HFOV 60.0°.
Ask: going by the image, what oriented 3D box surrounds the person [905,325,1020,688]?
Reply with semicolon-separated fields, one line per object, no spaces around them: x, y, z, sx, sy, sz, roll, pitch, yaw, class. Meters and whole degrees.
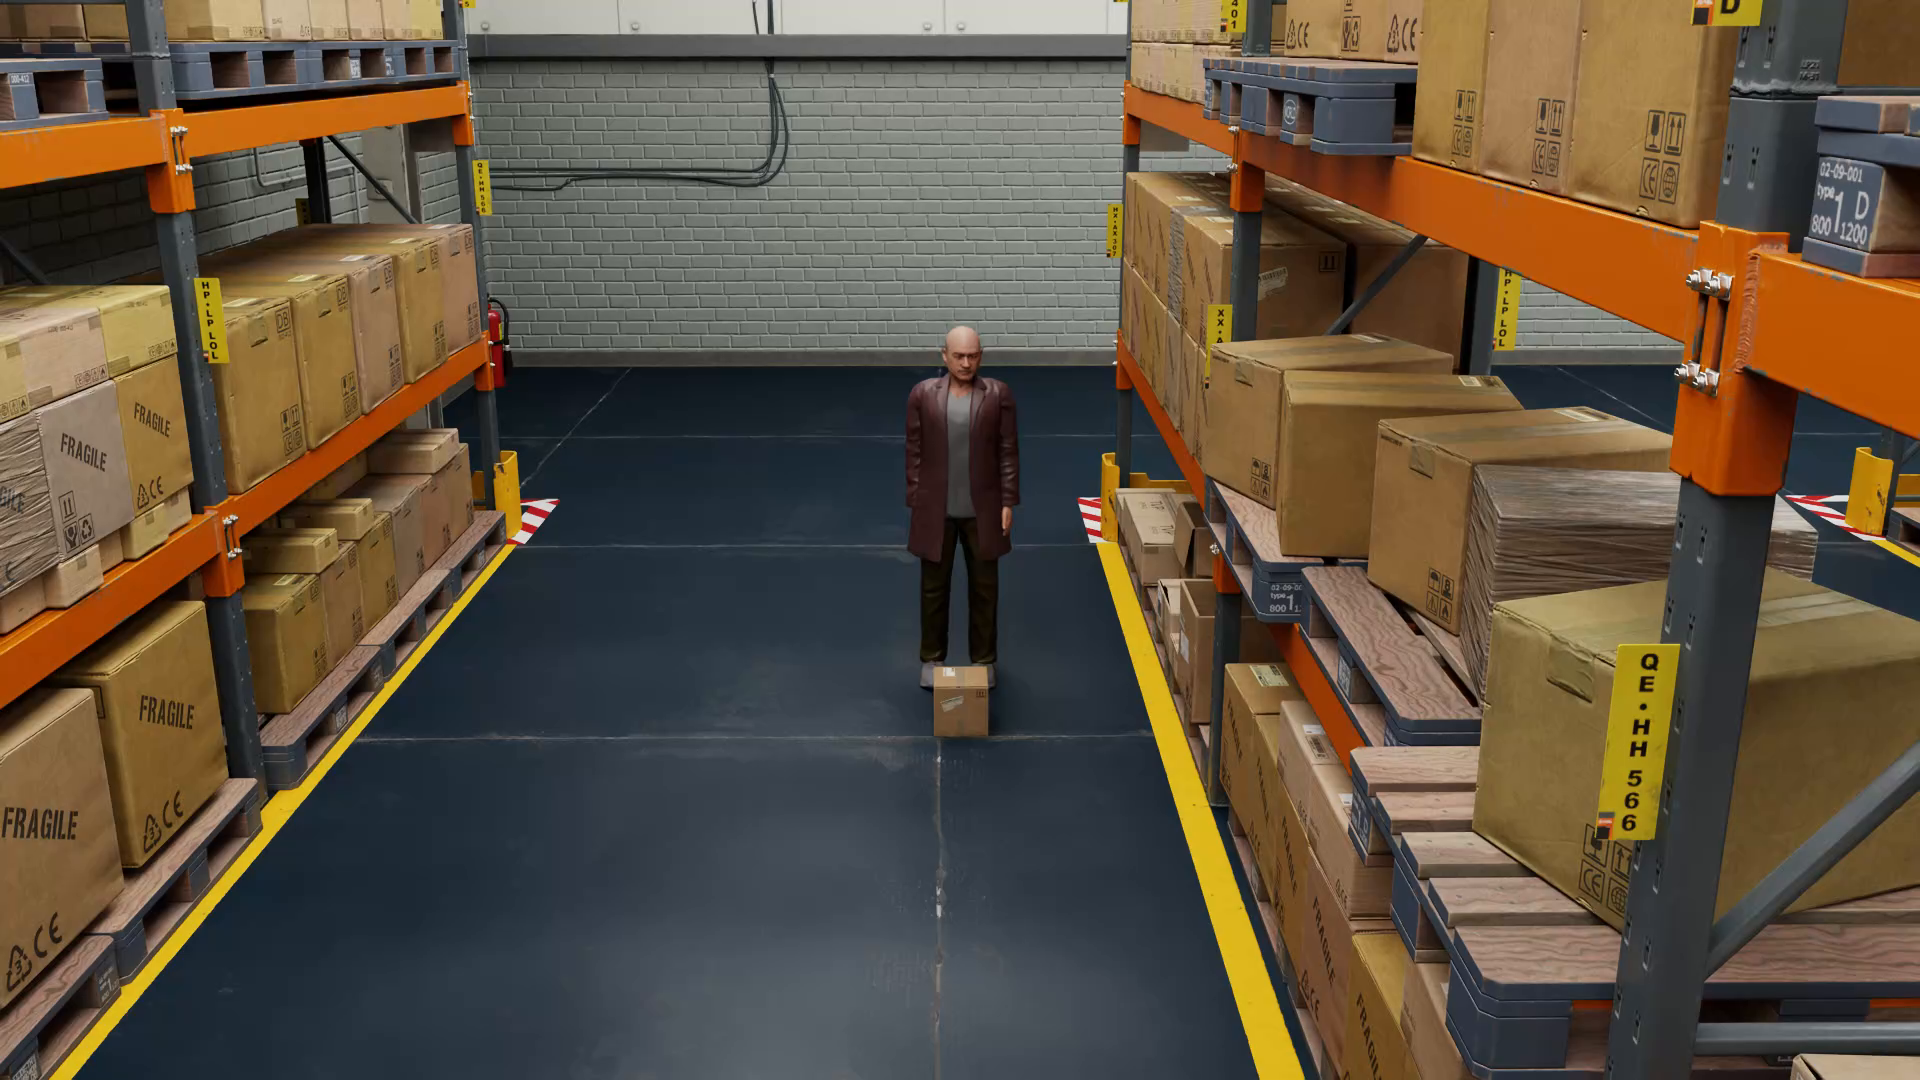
0.013;-0.152;8.080;0.562;1.774;0.378;0;17;0;person
